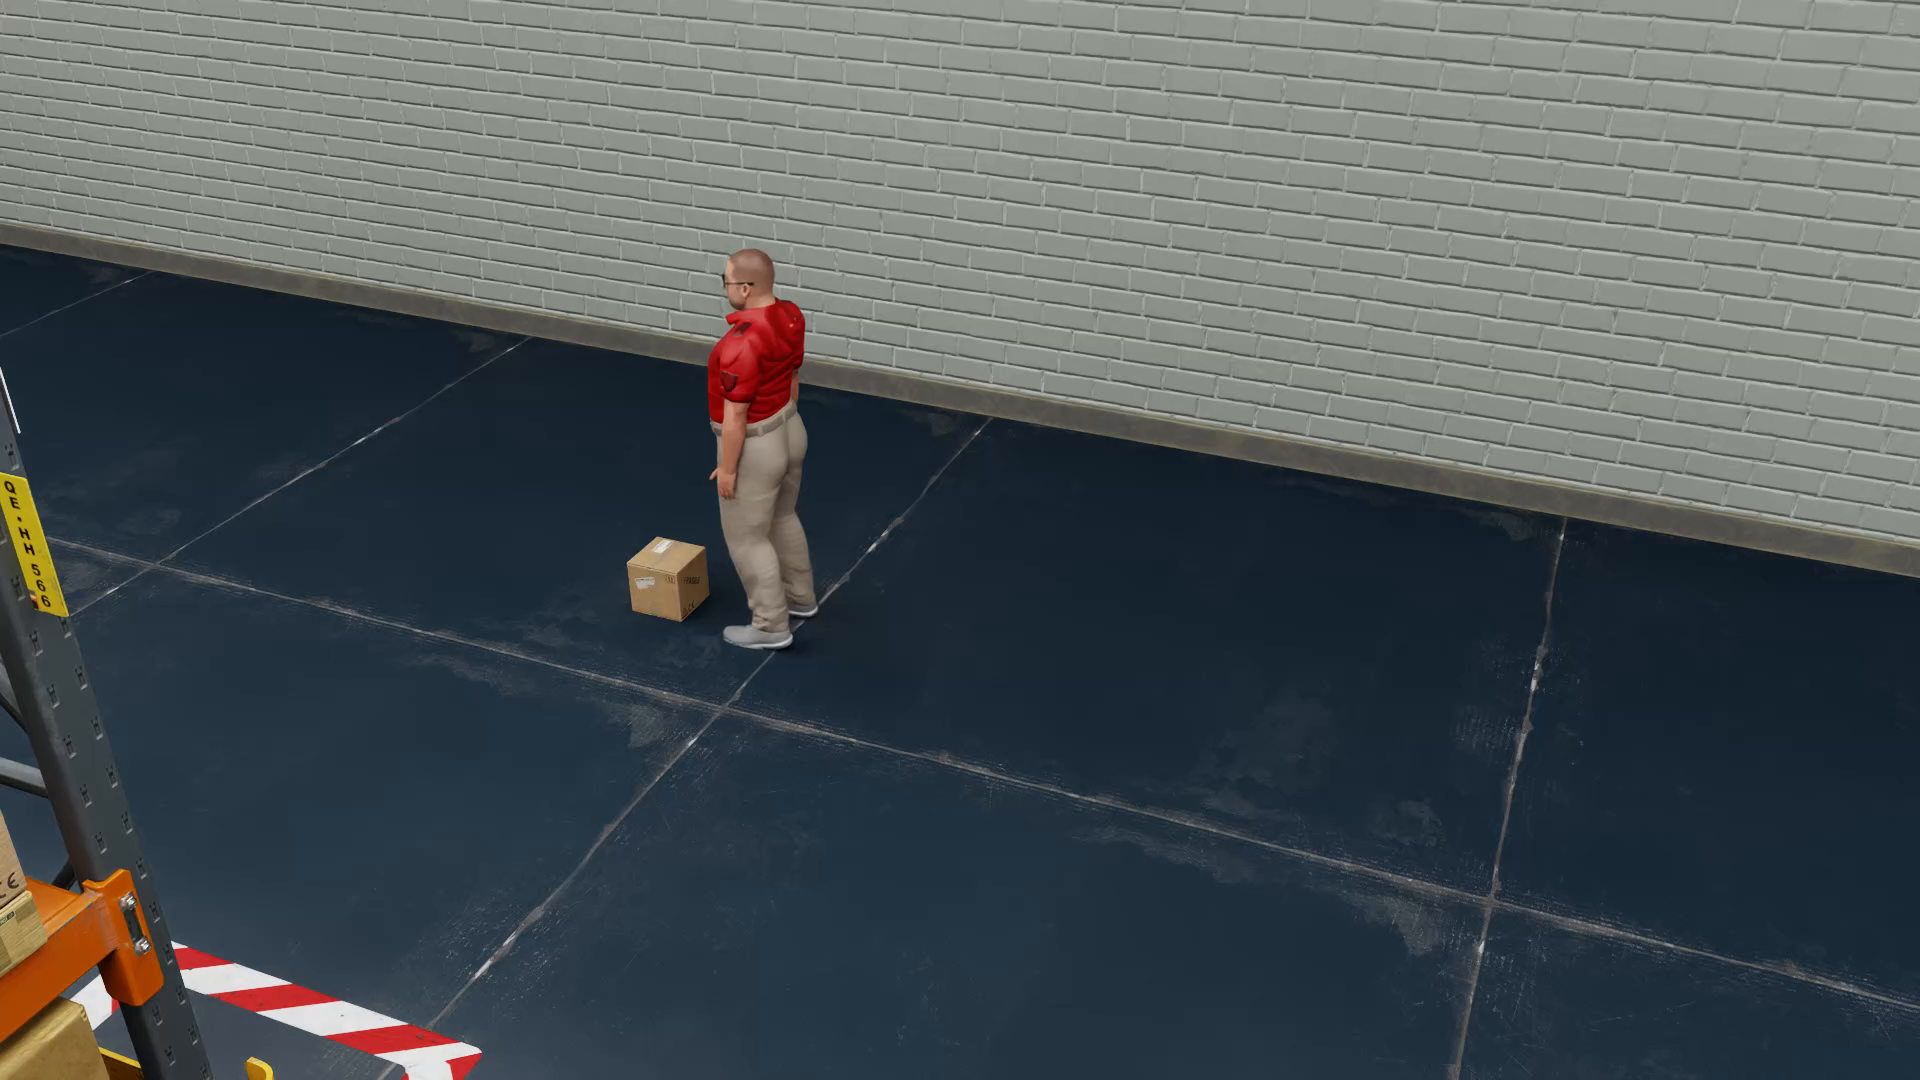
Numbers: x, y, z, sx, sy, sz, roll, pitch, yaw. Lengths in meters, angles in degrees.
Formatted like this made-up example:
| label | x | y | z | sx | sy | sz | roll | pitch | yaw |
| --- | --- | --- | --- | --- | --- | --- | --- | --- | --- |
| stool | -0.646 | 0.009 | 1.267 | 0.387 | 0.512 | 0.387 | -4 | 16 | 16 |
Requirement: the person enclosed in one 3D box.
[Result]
| label | x | y | z | sx | sy | sz | roll | pitch | yaw |
| --- | --- | --- | --- | --- | --- | --- | --- | --- | --- |
| person | -0.842 | -0.364 | 6.815 | 0.363 | 1.739 | 0.527 | 12 | 32 | 20 |
